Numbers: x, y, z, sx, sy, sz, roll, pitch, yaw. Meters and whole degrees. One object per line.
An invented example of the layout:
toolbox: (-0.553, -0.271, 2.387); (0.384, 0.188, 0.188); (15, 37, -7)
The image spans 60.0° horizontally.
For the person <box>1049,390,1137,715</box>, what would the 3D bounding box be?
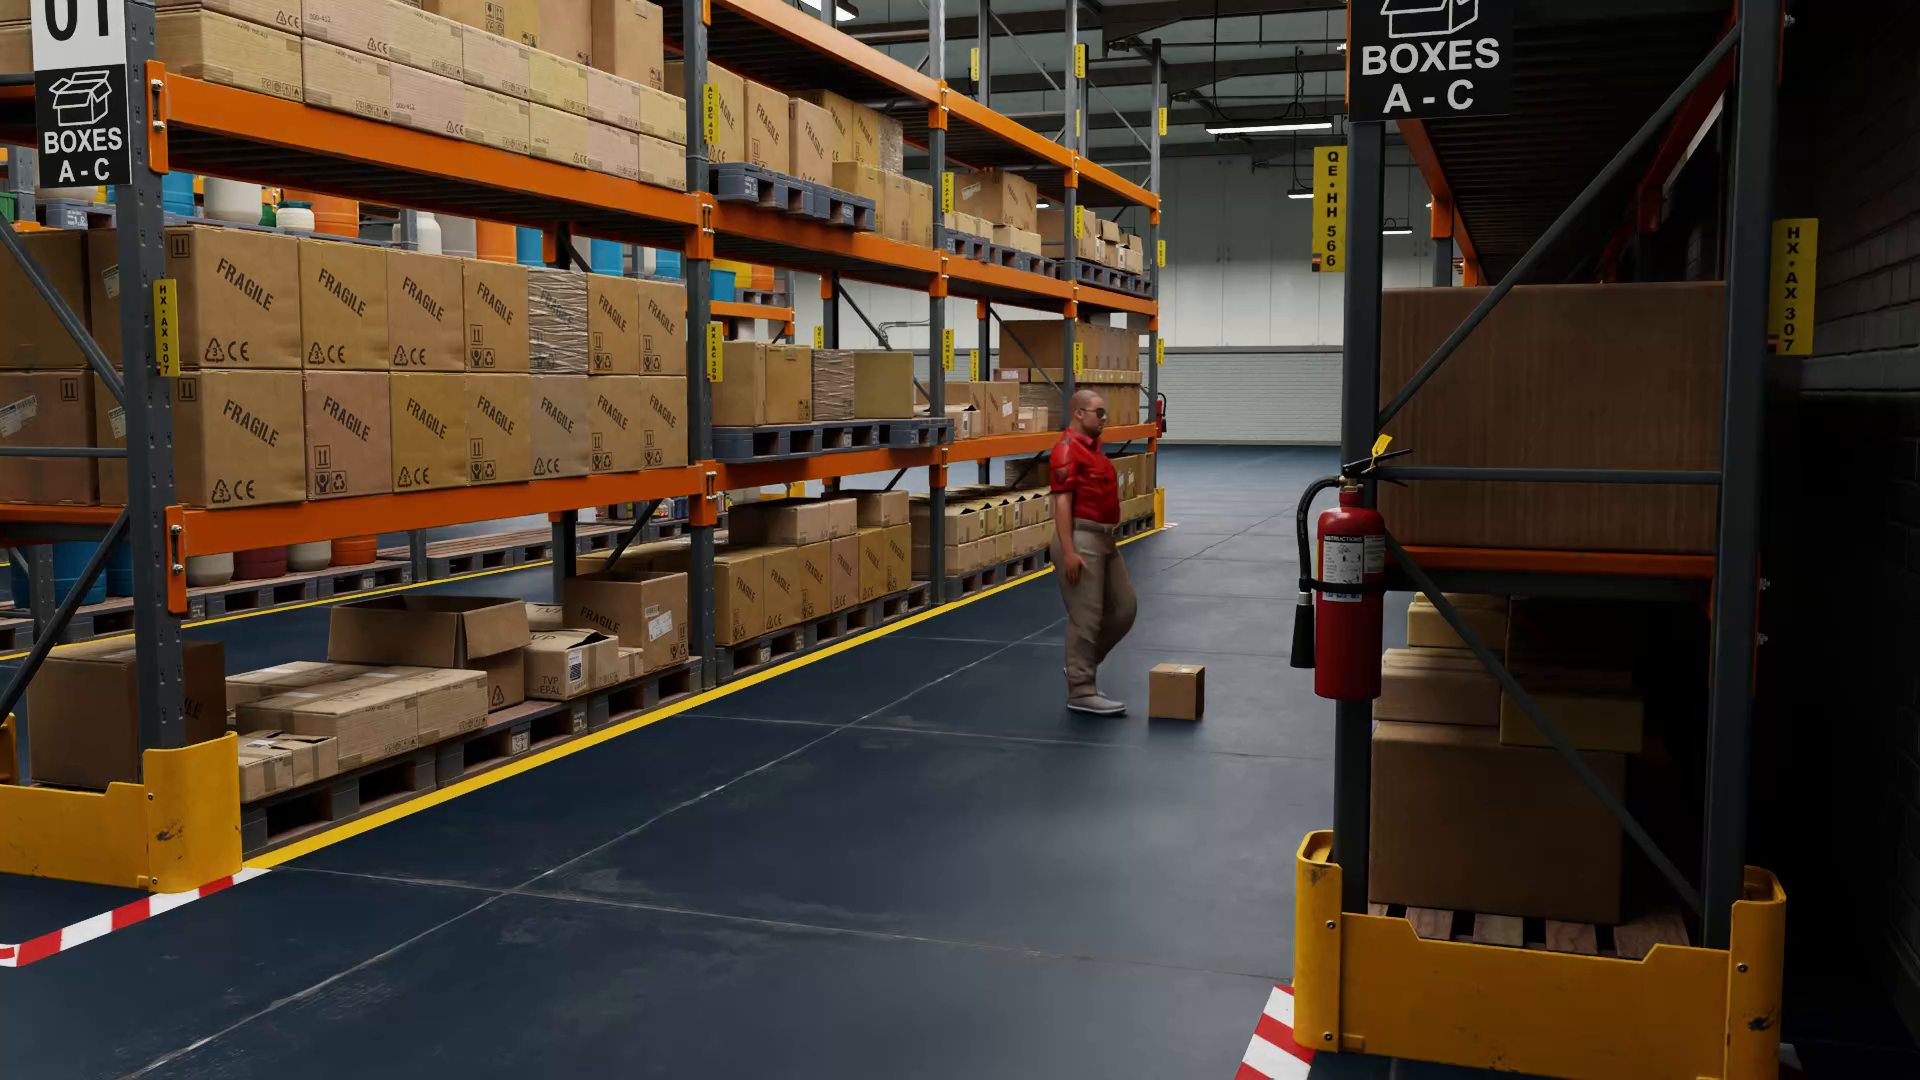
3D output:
person: (0.710, 0.058, 8.934); (0.450, 1.722, 0.563); (3, 6, 26)
